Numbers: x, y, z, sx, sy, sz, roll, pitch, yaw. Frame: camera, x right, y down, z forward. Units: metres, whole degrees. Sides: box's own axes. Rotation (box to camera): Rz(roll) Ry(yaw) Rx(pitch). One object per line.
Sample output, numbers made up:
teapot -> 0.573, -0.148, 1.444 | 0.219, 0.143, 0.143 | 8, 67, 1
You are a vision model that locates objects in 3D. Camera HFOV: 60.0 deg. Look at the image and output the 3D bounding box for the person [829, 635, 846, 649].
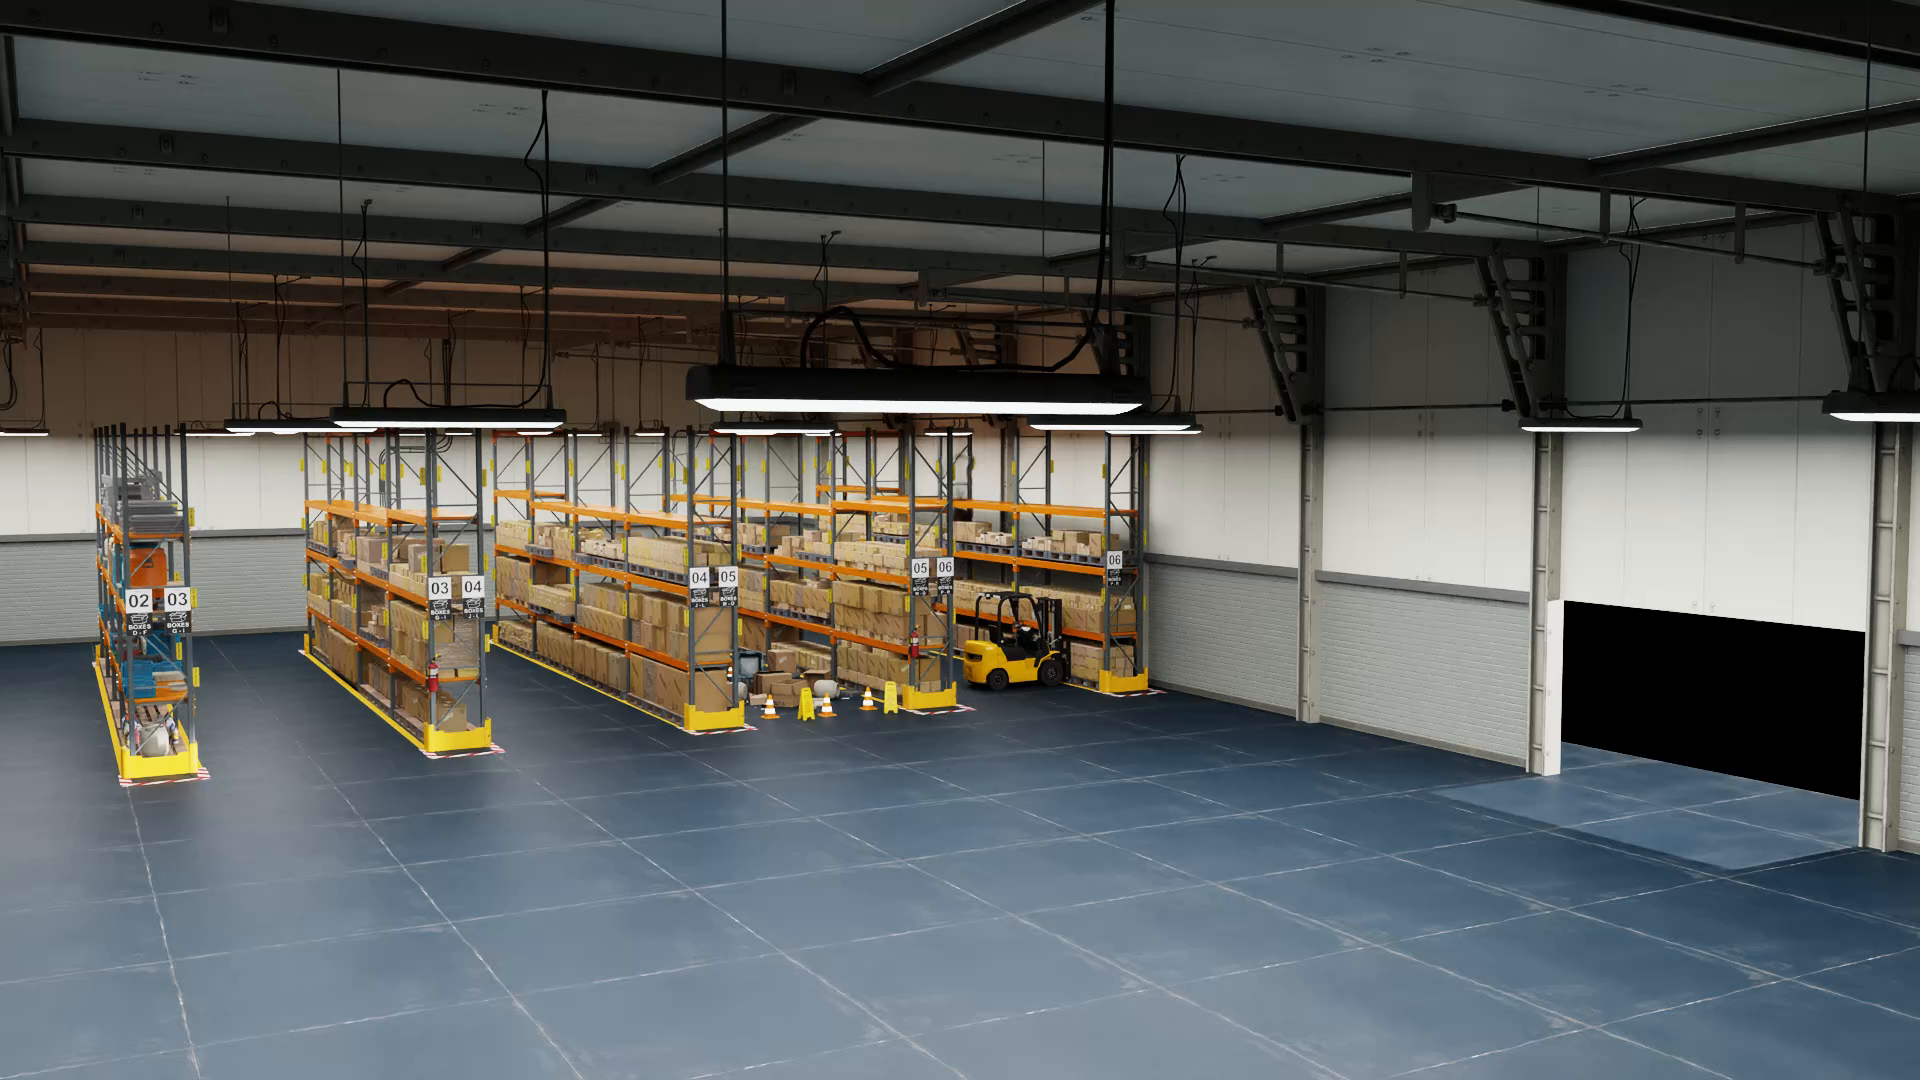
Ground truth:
person -> -3.140, 2.217, 43.081 | 0.672, 1.783, 0.884 | -2, 4, -26
